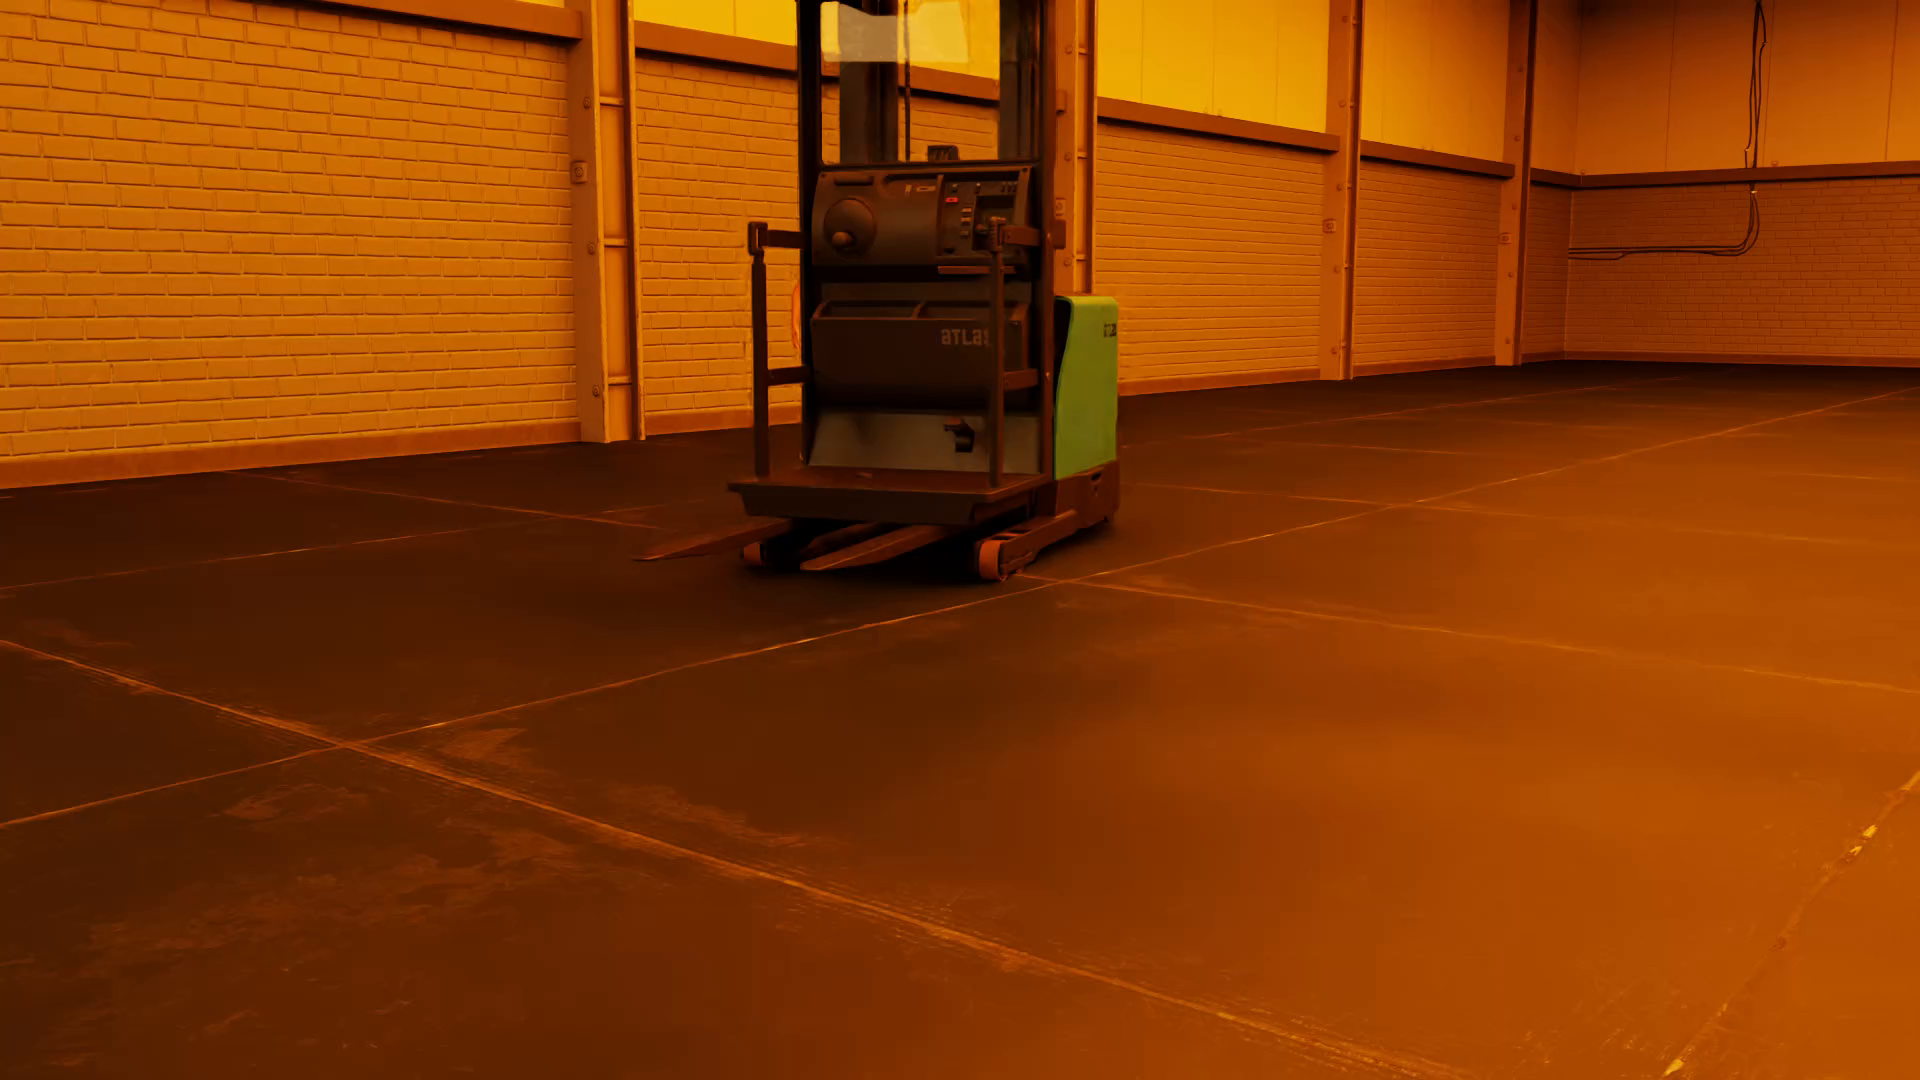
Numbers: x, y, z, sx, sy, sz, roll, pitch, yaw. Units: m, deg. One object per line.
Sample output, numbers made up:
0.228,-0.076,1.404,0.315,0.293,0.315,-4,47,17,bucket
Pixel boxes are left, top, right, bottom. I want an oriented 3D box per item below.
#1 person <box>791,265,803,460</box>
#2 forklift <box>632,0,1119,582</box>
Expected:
-0.830,-1.376,11.036,0.570,1.676,0.385,-2,8,-10,person
-0.236,-1.357,6.558,1.130,2.935,3.031,3,9,20,forklift
